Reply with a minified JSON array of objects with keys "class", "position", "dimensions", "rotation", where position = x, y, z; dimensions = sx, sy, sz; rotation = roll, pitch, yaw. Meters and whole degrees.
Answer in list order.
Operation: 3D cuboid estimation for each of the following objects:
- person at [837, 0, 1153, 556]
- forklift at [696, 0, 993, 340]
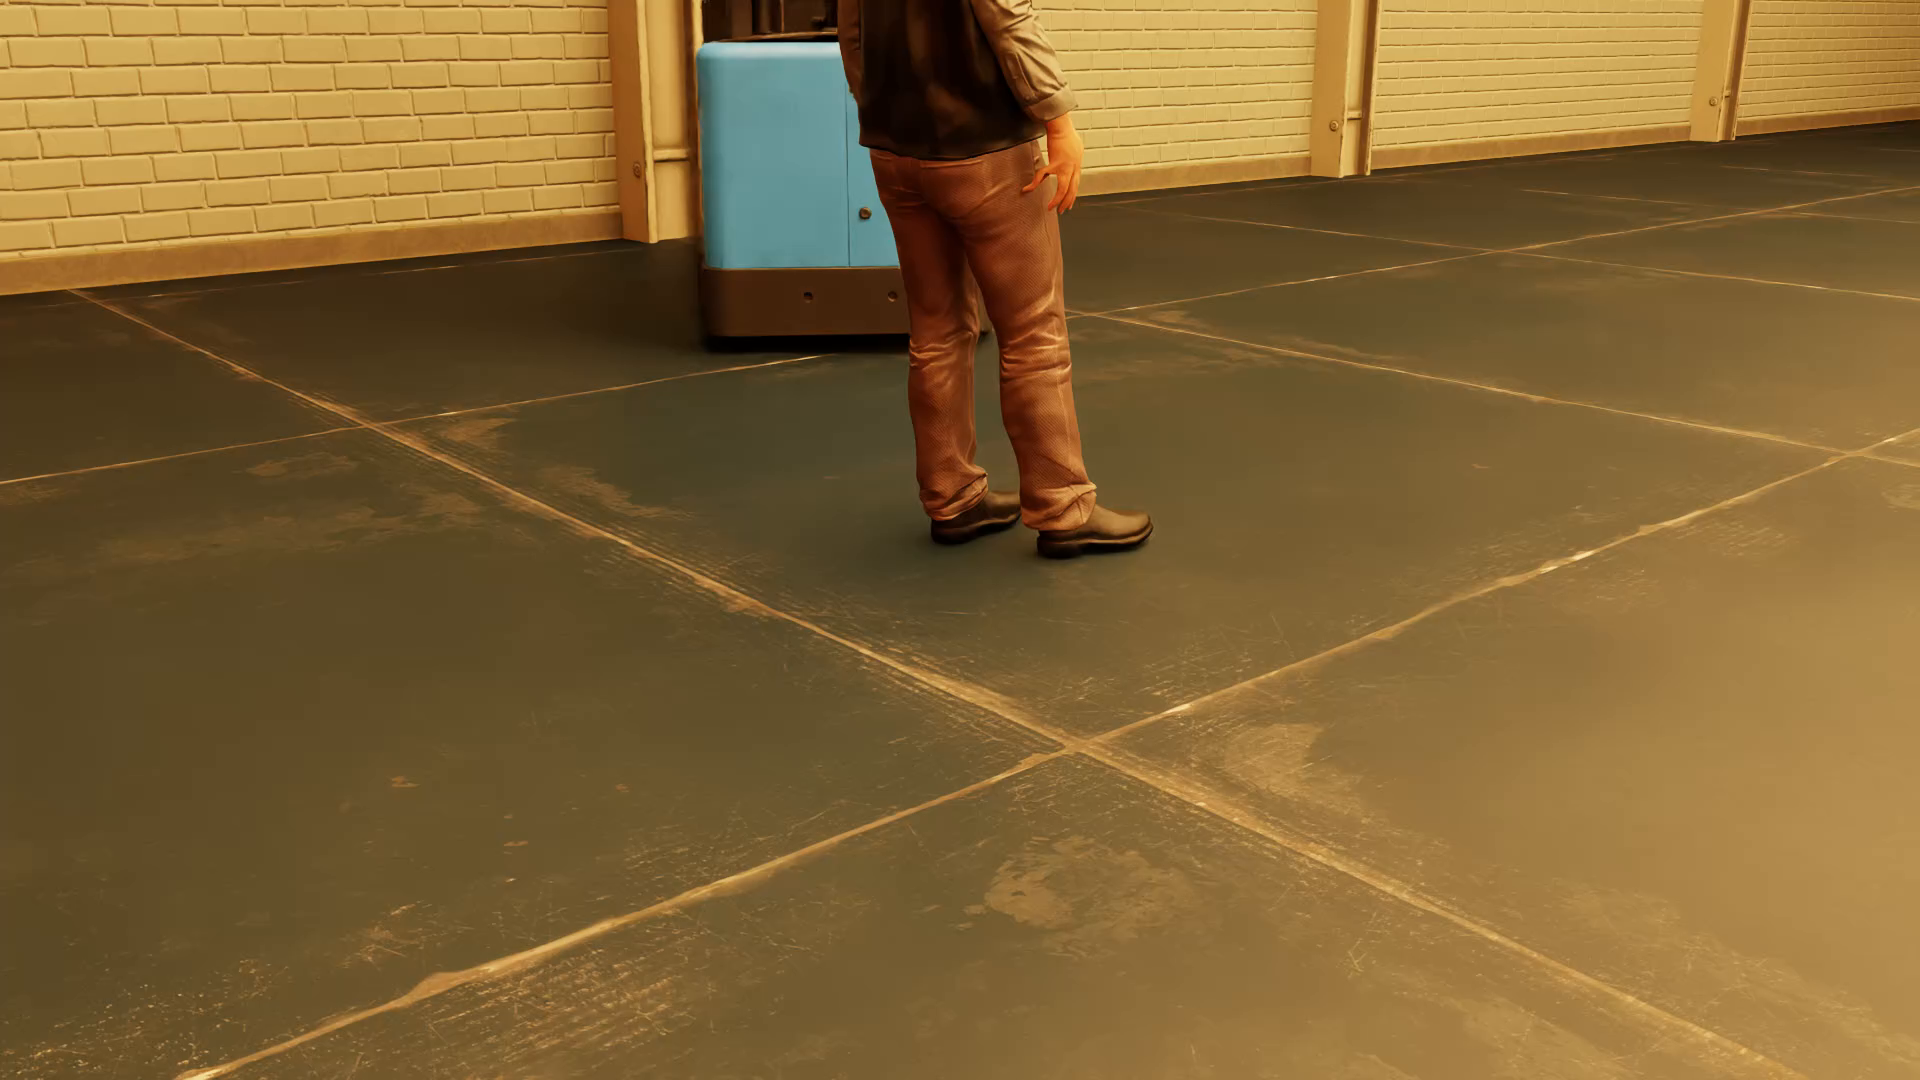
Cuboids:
[{"class":"person","position":[0.052,-0.839,3.622],"dimensions":[0.568,1.720,0.632],"rotation":[-14,22,-38]},{"class":"forklift","position":[-0.535,-2.515,6.978],"dimensions":[1.130,2.935,3.031],"rotation":[-2,17,-5]}]
